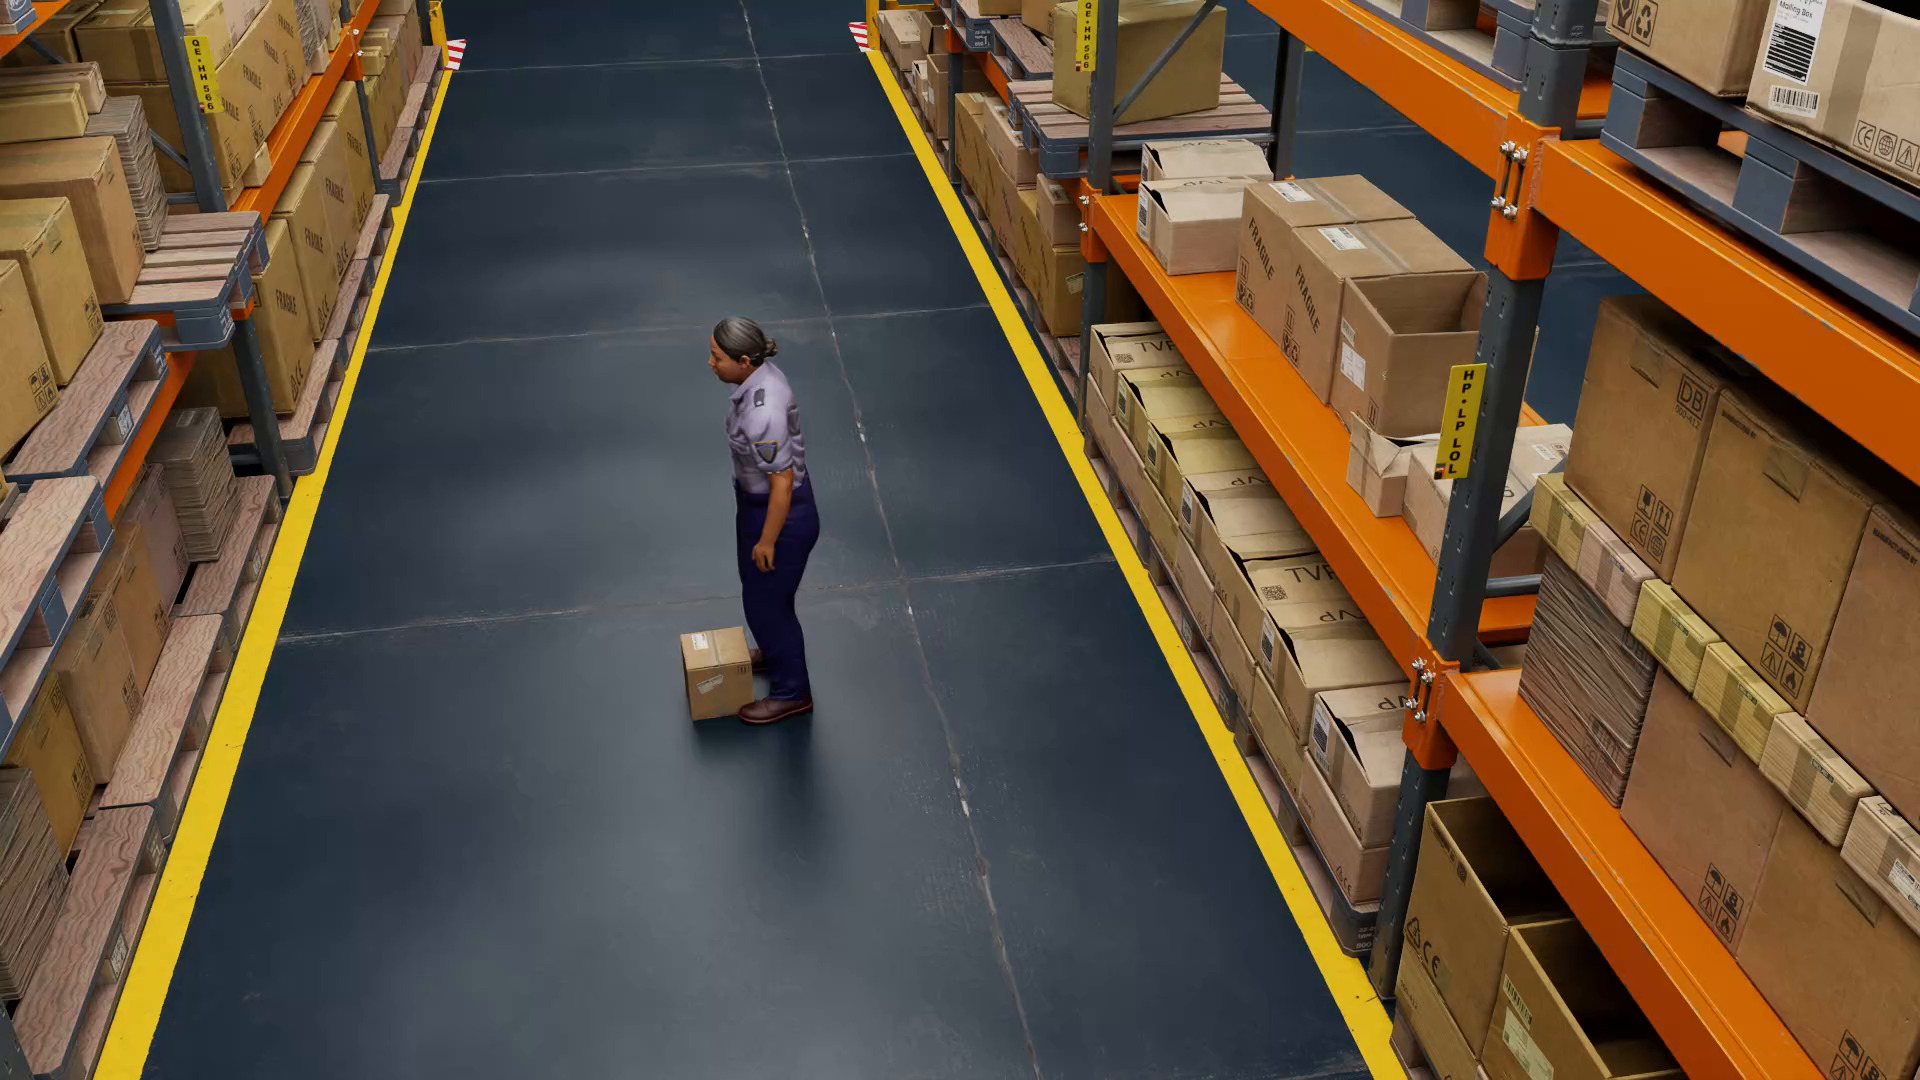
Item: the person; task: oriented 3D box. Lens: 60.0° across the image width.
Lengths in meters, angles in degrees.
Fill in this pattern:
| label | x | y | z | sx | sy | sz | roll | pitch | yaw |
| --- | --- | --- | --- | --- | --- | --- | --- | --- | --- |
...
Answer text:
| label | x | y | z | sx | sy | sz | roll | pitch | yaw |
| --- | --- | --- | --- | --- | --- | --- | --- | --- | --- |
| person | -0.728 | -0.097 | 6.303 | 0.370 | 1.651 | 0.538 | -6 | 31 | -10 |
